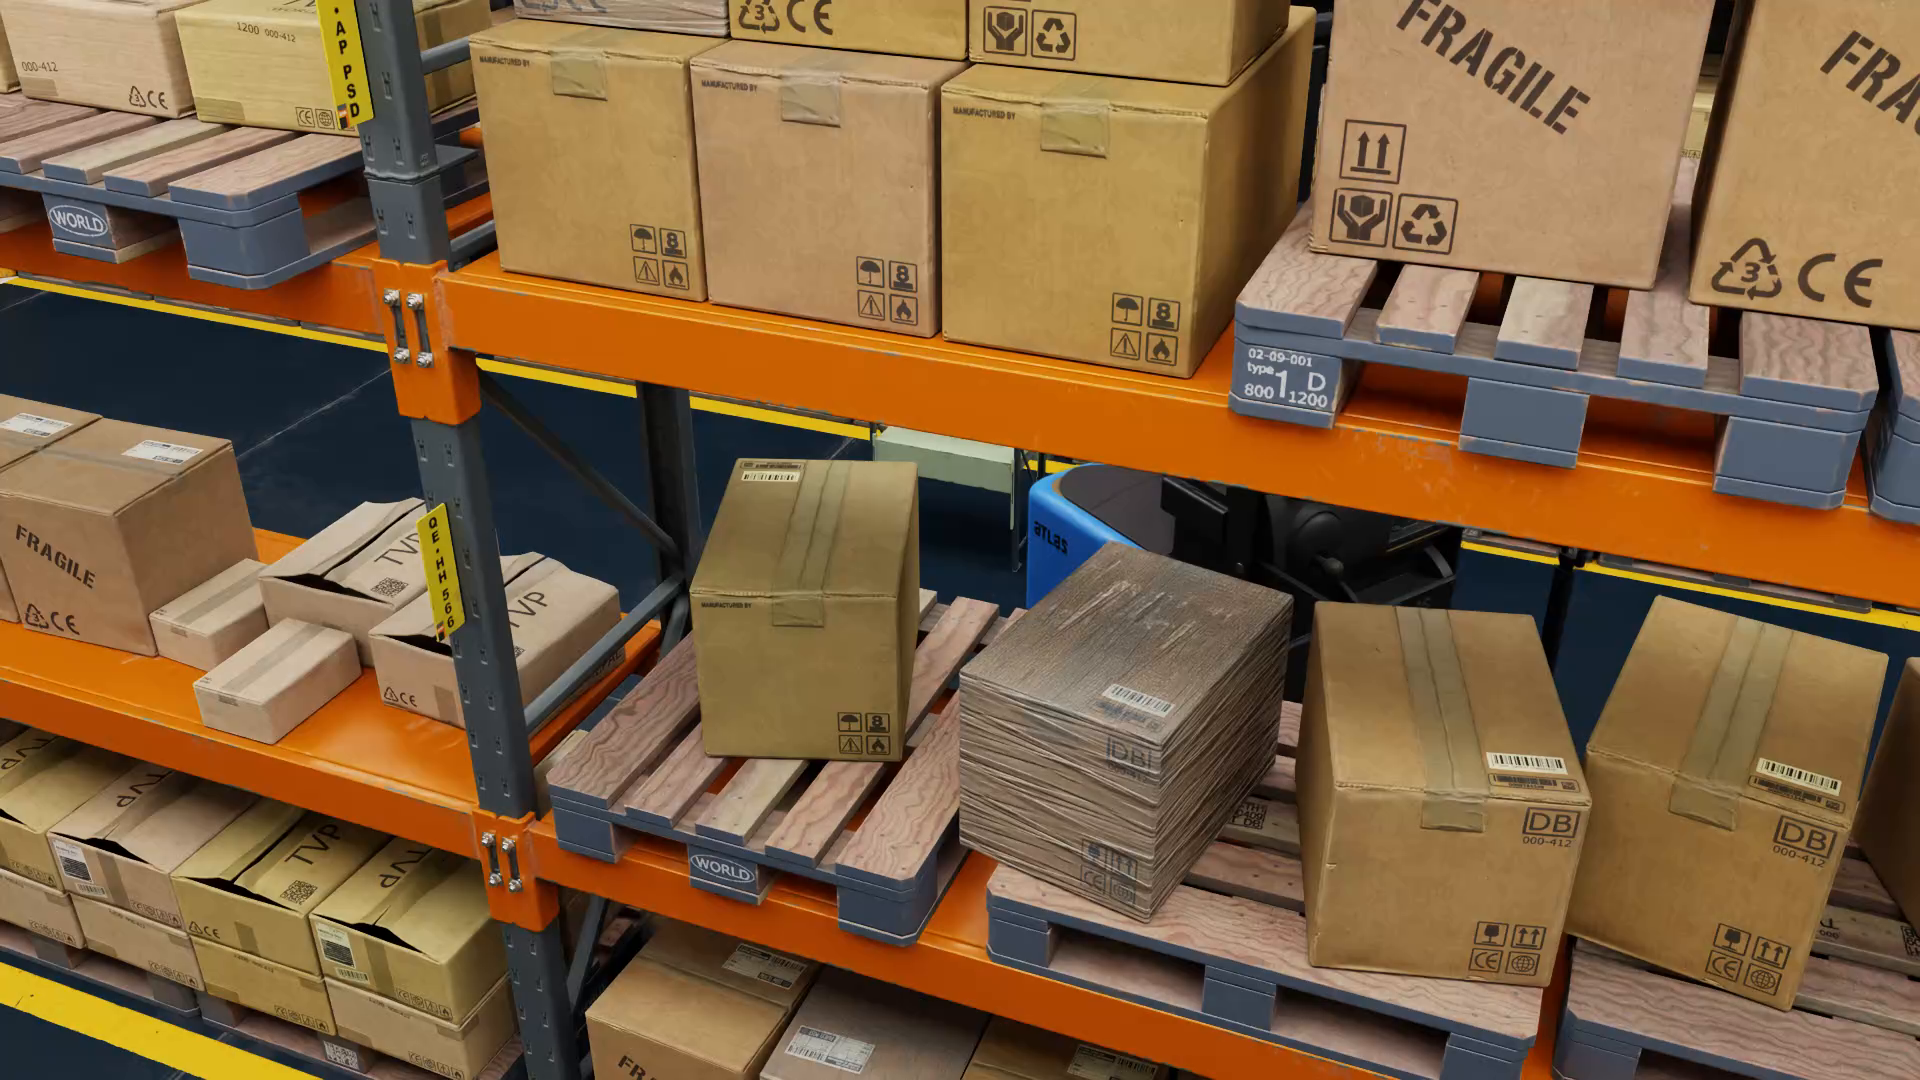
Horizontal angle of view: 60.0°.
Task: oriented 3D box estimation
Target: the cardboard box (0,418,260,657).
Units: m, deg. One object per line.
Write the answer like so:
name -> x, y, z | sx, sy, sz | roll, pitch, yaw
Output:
cardboard box -> -2.568, -0.018, 5.131 | 0.500, 0.500, 0.500 | 10, 31, 16

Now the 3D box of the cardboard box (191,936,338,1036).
cardboard box -> -2.065, 1.263, 5.335 | 0.500, 0.250, 0.500 | 11, 31, 19

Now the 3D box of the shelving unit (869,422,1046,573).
shelving unit -> -0.006, -0.654, 7.883 | 0.755, 1.500, 0.431 | 11, 31, 19

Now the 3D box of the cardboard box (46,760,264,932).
cardboard box -> -2.535, 0.926, 5.360 | 0.500, 0.311, 0.500 | 11, 31, 19

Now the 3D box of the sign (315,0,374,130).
sign -> -1.223, -0.985, 3.290 | 0.005, 0.325, 0.100 | 11, 31, 19

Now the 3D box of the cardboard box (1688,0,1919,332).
cardboard box -> 1.633, -0.747, 2.845 | 0.600, 0.600, 0.600 | 11, 31, 19

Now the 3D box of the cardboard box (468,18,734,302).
cardboard box -> -0.590, -0.955, 3.742 | 0.500, 0.500, 0.910 | 11, 31, 19

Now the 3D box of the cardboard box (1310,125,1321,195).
cardboard box -> 1.688, -1.805, 7.970 | 0.500, 0.500, 0.500 | 12, 32, 21

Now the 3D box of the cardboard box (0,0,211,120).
cardboard box -> -1.941, -1.242, 4.076 | 0.500, 0.250, 0.500 | 12, 32, 20

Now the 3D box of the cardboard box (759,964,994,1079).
cardboard box -> -0.205, 1.534, 4.581 | 0.500, 0.500, 0.500 | 10, 31, 17

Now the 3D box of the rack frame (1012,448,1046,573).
rack frame -> 0.333, -0.586, 7.763 | 0.023, 1.500, 0.400 | 11, 31, 19

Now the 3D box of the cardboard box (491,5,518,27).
cardboard box -> -2.395, -2.796, 9.600 | 0.500, 0.500, 0.700 | 11, 31, 19

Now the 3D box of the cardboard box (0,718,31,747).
cardboard box -> -3.482, 0.739, 5.692 | 0.500, 0.311, 0.500 | 10, 31, 17

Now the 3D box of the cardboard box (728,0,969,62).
cardboard box -> -0.132, -1.278, 3.296 | 0.500, 0.500, 0.500 | 11, 31, 19

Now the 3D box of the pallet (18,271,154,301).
pallet -> -5.751, -2.016, 11.603 | 1.213, 0.211, 1.003 | 11, 31, 19

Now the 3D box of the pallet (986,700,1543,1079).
pallet -> 0.797, 0.770, 4.034 | 1.213, 0.211, 1.003 | 11, 31, 19

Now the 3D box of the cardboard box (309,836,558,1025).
cardboard box -> -1.585, 1.114, 5.028 | 0.500, 0.311, 0.500 | 12, 32, 20

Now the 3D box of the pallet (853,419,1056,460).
pallet -> 0.129, -0.862, 9.560 | 1.213, 0.211, 1.003 | 11, 31, 19

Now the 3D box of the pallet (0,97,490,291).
pallet -> -1.669, -0.980, 4.078 | 1.003, 0.211, 1.213 | 13, 32, 21

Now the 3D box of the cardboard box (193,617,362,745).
cardboard box -> -1.944, 0.398, 4.753 | 0.250, 0.149, 0.380 | 11, 31, 19

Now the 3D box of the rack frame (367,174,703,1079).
rack frame -> -1.007, 0.329, 4.620 | 0.127, 3.000, 1.000 | 11, 31, 19

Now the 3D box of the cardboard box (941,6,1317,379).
cardboard box -> 0.365, -0.765, 3.405 | 0.500, 0.500, 0.910 | 11, 31, 19

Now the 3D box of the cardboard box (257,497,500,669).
cardboard box -> -1.763, 0.114, 5.091 | 0.500, 0.311, 0.500 | 11, 31, 19

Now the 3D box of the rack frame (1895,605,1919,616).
rack frame -> 4.559, -1.191, 7.308 | 0.127, 3.000, 1.000 | 11, 31, 19

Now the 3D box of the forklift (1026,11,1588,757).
forklift -> 1.494, -0.104, 5.455 | 1.130, 2.935, 3.031 | -18, 34, -29

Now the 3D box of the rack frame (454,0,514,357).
rack frame -> -2.854, -2.671, 9.927 | 0.127, 3.000, 1.000 | 11, 31, 19

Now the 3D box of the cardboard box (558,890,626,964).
cardboard box -> -1.381, 1.112, 5.602 | 0.500, 0.250, 0.500 | 11, 31, 19

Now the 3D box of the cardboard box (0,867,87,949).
cardboard box -> -3.007, 1.075, 5.668 | 0.500, 0.250, 0.500 | 12, 32, 20

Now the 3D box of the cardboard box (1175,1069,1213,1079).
cardboard box -> 0.743, 1.723, 4.246 | 0.500, 0.500, 0.500 | 10, 31, 17

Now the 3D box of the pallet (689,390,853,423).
pallet -> -0.998, -1.088, 9.961 | 1.213, 0.211, 1.003 | 11, 31, 19

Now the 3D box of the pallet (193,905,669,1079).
pallet -> -1.755, 1.373, 5.607 | 1.213, 0.211, 1.003 | 11, 31, 19

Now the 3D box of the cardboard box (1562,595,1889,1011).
cardboard box -> 1.684, 0.554, 3.692 | 0.500, 0.500, 0.700 | 17, 33, 27

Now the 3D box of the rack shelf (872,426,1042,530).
rack shelf -> -0.006, -0.370, 8.044 | 0.720, 0.370, 0.431 | 11, 31, 19

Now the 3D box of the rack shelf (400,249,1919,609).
rack shelf -> 0.847, -0.294, 3.404 | 4.000, 0.370, 1.077 | 11, 31, 19

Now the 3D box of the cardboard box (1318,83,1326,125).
cardboard box -> 1.674, -2.138, 7.798 | 0.500, 0.250, 0.500 | 11, 31, 18

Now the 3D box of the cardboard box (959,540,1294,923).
cardboard box -> 0.395, 0.424, 3.923 | 0.500, 0.500, 0.700 | 18, 34, 28

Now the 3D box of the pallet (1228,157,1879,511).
pallet -> 1.160, -0.498, 3.226 | 1.003, 0.211, 1.213 | 11, 31, 19

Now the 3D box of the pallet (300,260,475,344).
pallet -> -3.490, -1.565, 10.804 | 1.213, 0.211, 1.003 | 11, 31, 19

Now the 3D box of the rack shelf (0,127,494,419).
rack shelf -> -2.860, -1.034, 4.714 | 4.000, 0.370, 1.077 | 11, 31, 19

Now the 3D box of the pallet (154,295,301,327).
pallet -> -4.624, -1.790, 11.202 | 1.213, 0.211, 1.003 | 11, 31, 19
